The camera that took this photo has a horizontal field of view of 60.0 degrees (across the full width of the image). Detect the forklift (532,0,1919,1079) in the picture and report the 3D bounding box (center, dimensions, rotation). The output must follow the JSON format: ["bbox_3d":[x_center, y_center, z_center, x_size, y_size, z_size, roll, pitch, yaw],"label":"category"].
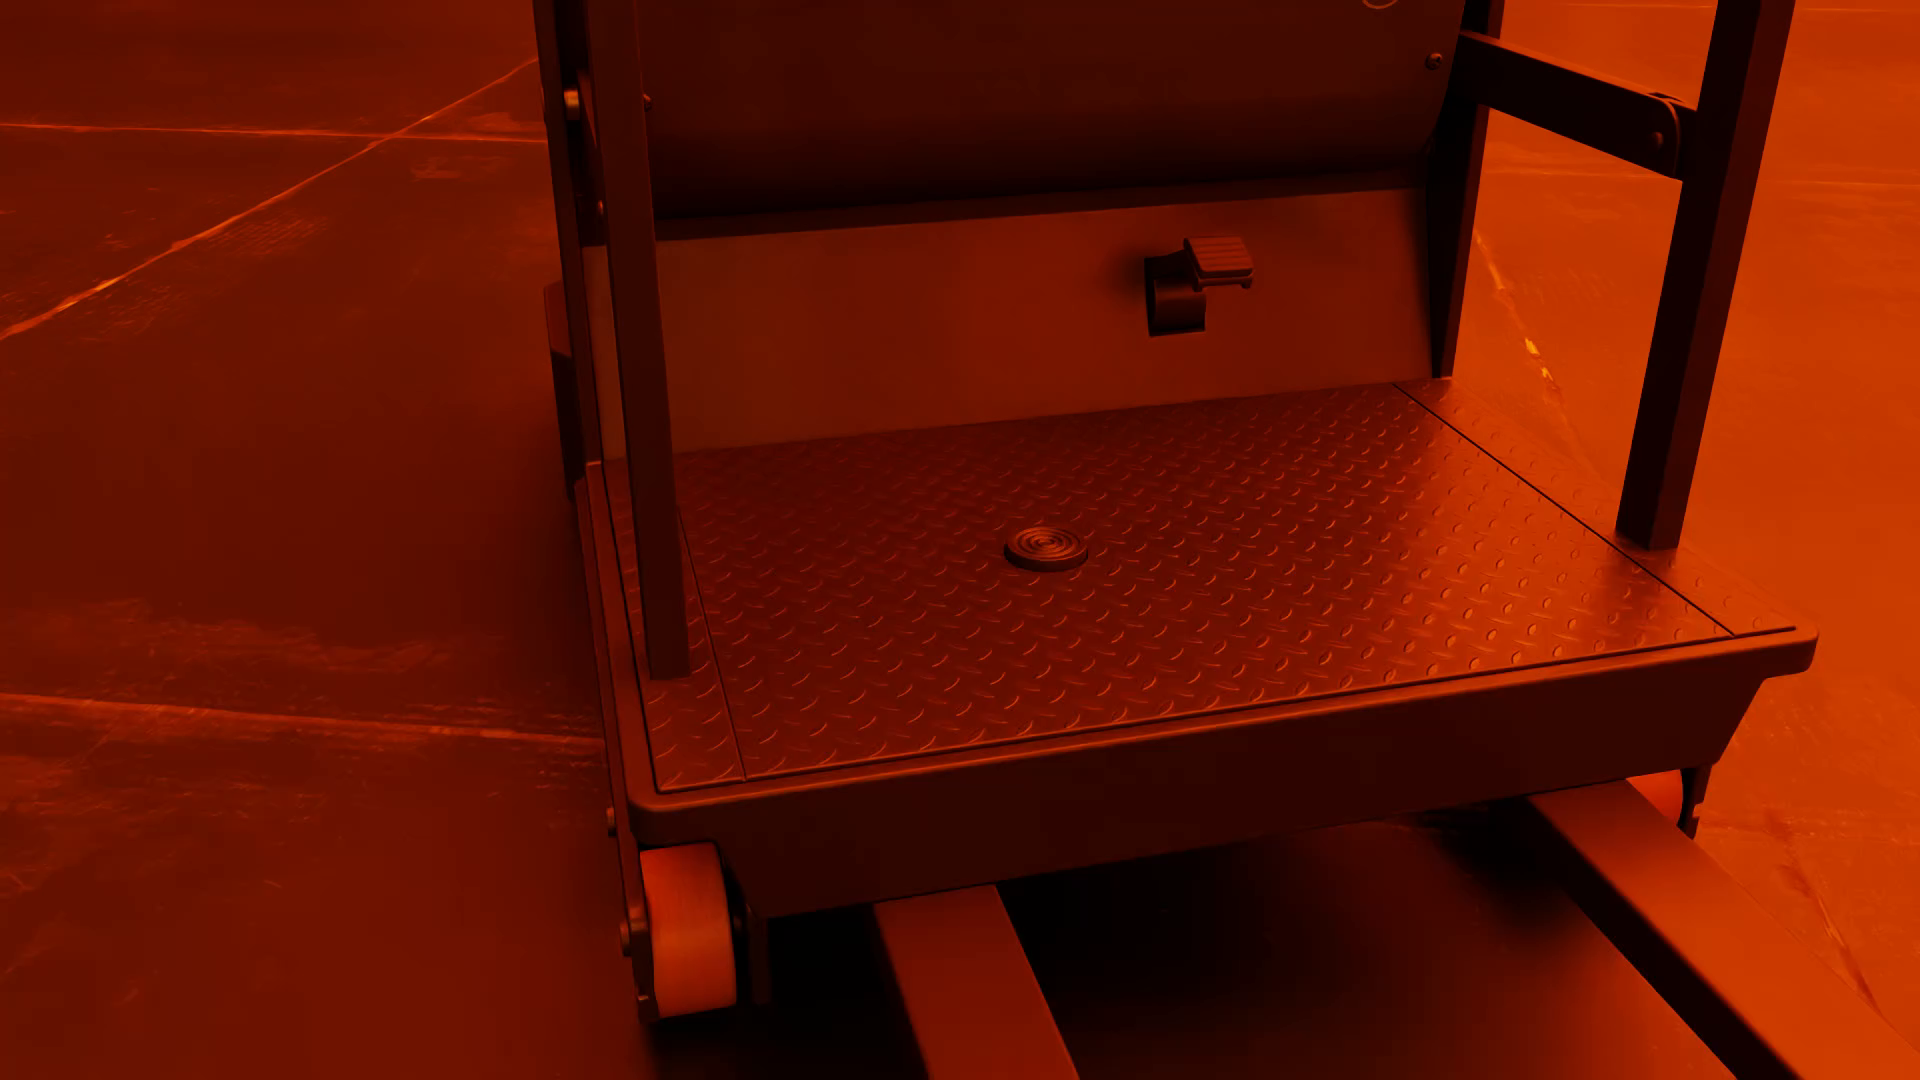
[{"bbox_3d":[0.153,-1.049,1.319,1.130,2.935,3.031,-7,27,-13],"label":"forklift"}]
